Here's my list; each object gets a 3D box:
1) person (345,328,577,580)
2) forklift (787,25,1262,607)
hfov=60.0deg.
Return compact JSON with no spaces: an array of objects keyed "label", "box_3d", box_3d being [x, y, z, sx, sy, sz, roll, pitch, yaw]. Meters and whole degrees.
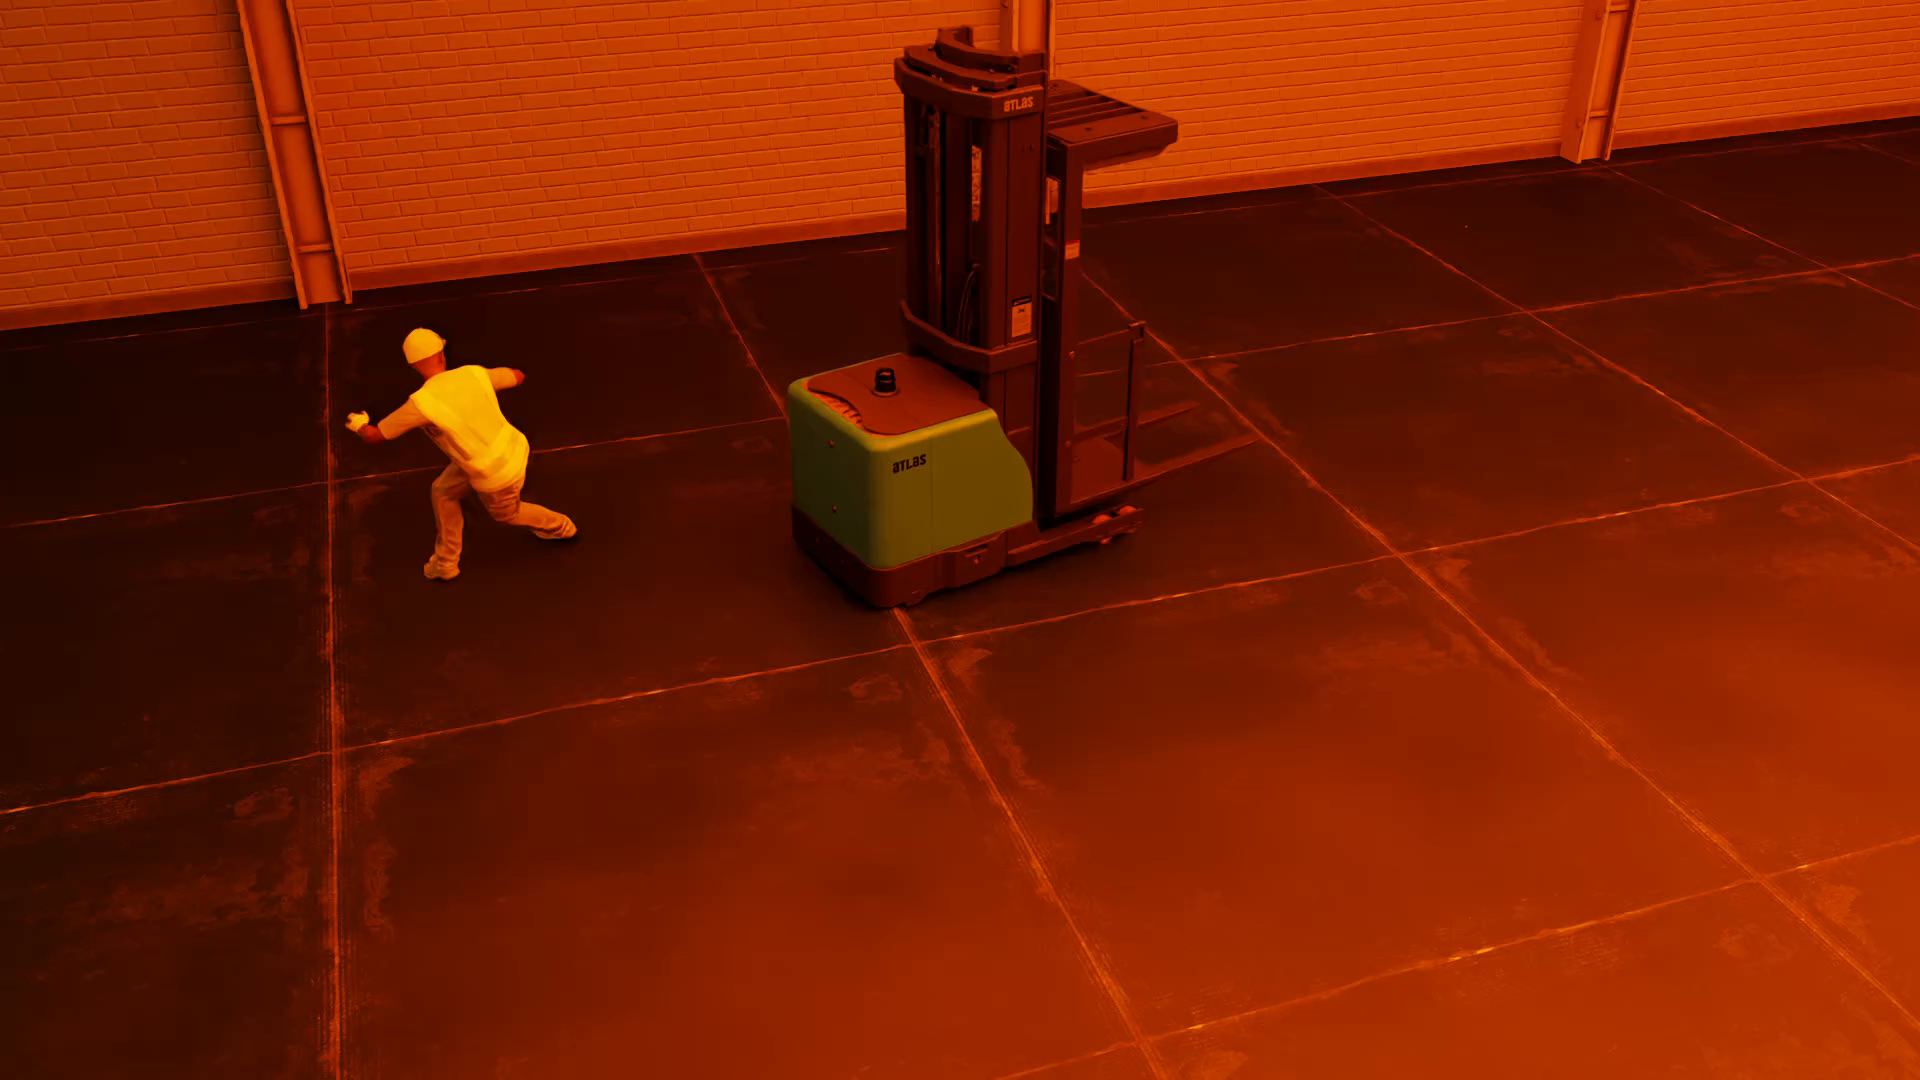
[{"label":"person","box_3d":[-2.850,-0.520,9.406,1.049,1.540,1.005,3,30,6]},{"label":"forklift","box_3d":[0.508,-1.453,9.613,3.031,2.935,1.130,-19,35,-29]}]
